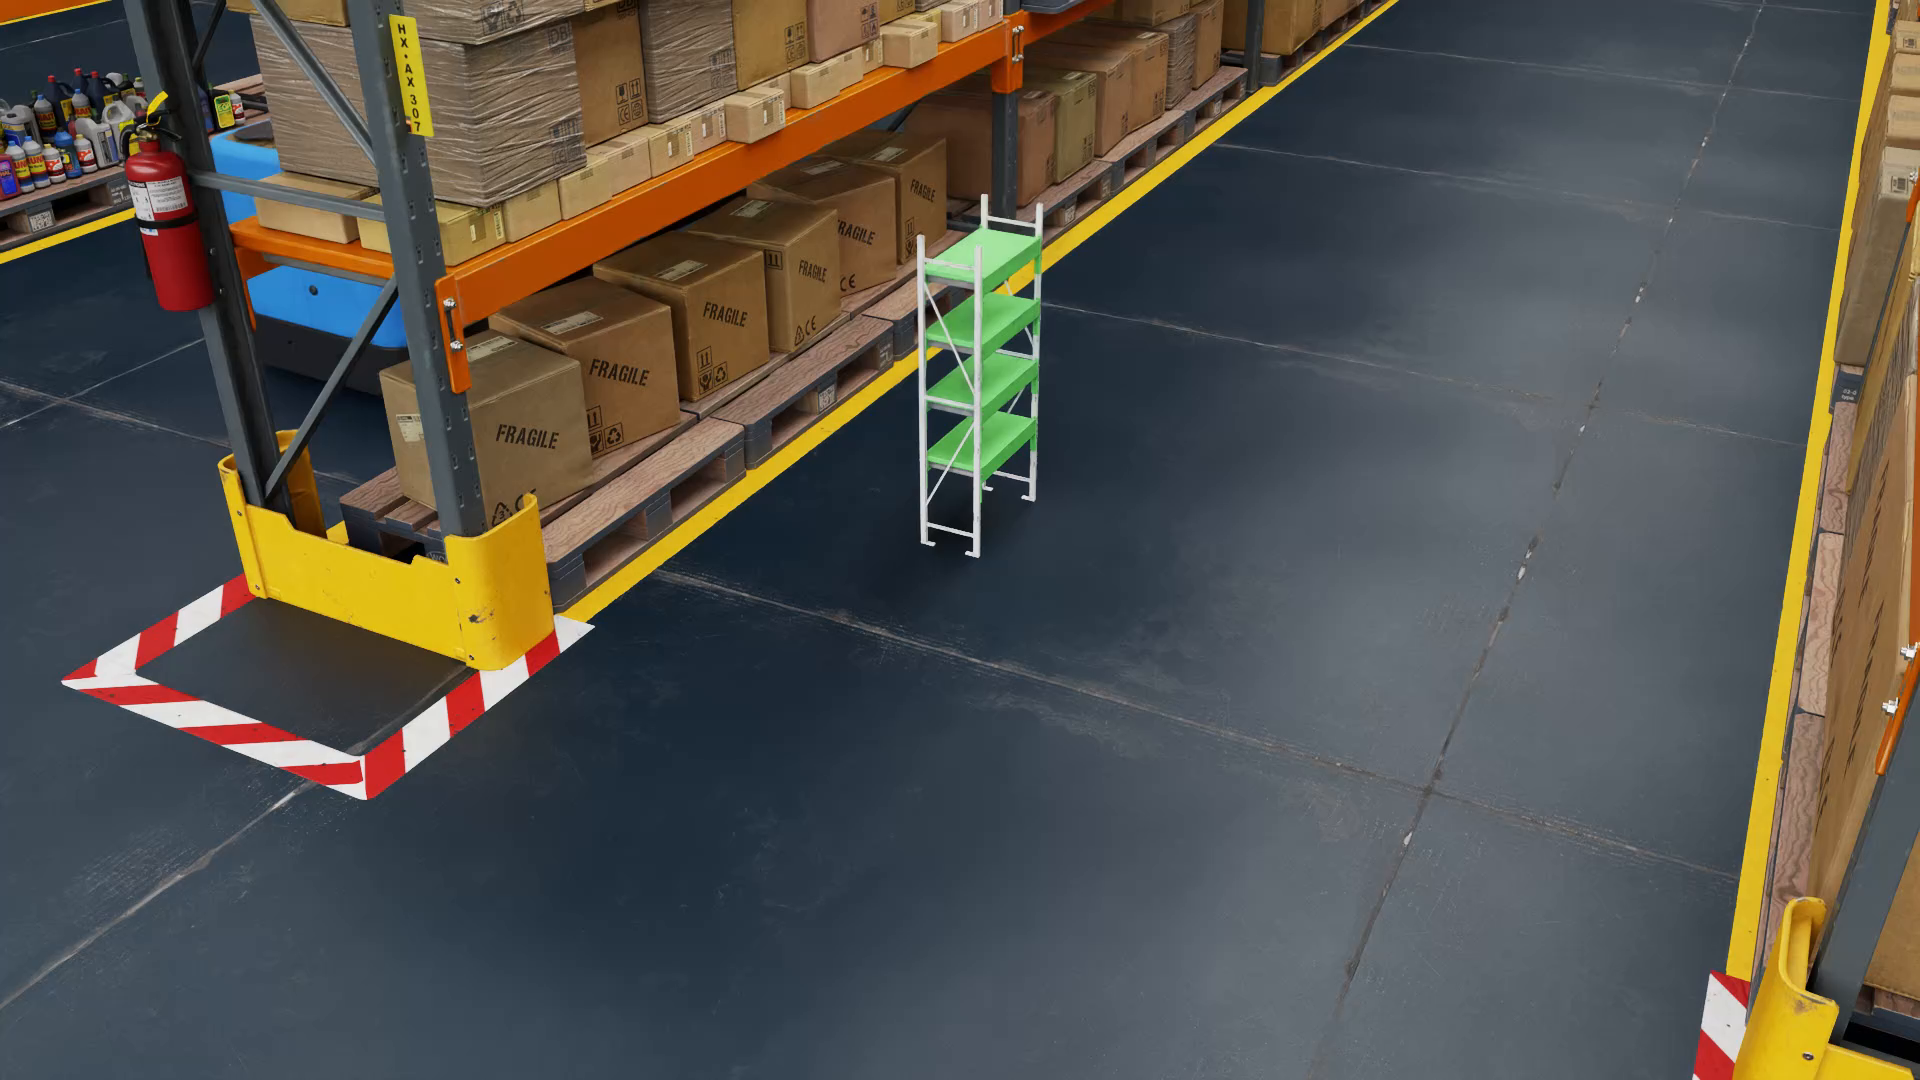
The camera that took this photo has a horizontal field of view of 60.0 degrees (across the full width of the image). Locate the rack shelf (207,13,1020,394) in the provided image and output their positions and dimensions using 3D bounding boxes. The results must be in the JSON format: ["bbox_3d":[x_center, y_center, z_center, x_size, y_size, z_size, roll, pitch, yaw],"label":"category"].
[{"bbox_3d":[-1.092,-1.606,6.756,1.077,0.370,4.000,14,33,23],"label":"rack shelf"}]

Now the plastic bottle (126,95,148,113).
[{"bbox_3d":[-4.858,-2.524,9.926,0.152,0.276,0.135,14,33,23],"label":"plastic bottle"}]

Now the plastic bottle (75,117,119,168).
[{"bbox_3d":[-4.939,-2.287,9.514,0.152,0.276,0.135,15,33,24],"label":"plastic bottle"}]

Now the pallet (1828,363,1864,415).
[{"bbox_3d":[4.472,-0.784,7.404,1.003,0.211,1.213,14,33,23],"label":"pallet"}]

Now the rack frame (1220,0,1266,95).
[{"bbox_3d":[1.641,-4.577,11.209,1.000,3.000,0.127,14,33,23],"label":"rack frame"}]

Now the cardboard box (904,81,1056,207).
[{"bbox_3d":[0.117,-2.178,9.100,0.700,0.500,0.500,12,32,20],"label":"cardboard box"}]

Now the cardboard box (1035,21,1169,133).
[{"bbox_3d":[0.860,-2.881,10.323,0.700,0.500,0.500,17,34,27],"label":"cardboard box"}]

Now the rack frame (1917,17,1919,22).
[{"bbox_3d":[6.010,-3.407,9.172,1.000,3.000,0.127,14,33,23],"label":"rack frame"}]

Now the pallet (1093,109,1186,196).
[{"bbox_3d":[0.727,-2.483,10.362,1.003,0.211,1.213,14,33,23],"label":"pallet"}]

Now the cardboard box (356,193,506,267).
[{"bbox_3d":[-1.662,-0.994,5.222,0.380,0.149,0.250,14,33,23],"label":"cardboard box"}]

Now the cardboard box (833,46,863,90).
[{"bbox_3d":[-0.631,-1.990,6.956,0.380,0.149,0.250,14,33,23],"label":"cardboard box"}]

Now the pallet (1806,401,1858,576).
[{"bbox_3d":[3.772,-0.106,6.222,1.003,0.211,1.213,14,33,23],"label":"pallet"}]

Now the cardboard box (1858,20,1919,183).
[{"bbox_3d":[5.653,-2.364,9.193,1.050,0.750,0.750,14,33,23],"label":"cardboard box"}]

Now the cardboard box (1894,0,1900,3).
[{"bbox_3d":[7.708,-4.378,13.302,0.380,0.149,0.250,15,33,24],"label":"cardboard box"}]

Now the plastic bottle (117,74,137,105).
[{"bbox_3d":[-5.154,-2.725,10.270,0.061,0.283,0.133,14,33,23],"label":"plastic bottle"}]

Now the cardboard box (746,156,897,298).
[{"bbox_3d":[-0.653,-1.478,7.901,0.500,0.500,0.500,-26,39,-37],"label":"cardboard box"}]

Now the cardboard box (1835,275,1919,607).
[{"bbox_3d":[3.432,-0.232,5.353,0.875,0.875,0.875,15,33,24],"label":"cardboard box"}]

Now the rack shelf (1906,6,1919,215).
[{"bbox_3d":[5.099,-2.209,7.807,1.077,0.370,4.000,14,33,23],"label":"rack shelf"}]

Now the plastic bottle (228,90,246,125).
[{"bbox_3d":[-4.478,-2.674,10.262,0.097,0.201,0.097,0,30,0],"label":"plastic bottle"}]

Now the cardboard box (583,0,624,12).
[{"bbox_3d":[-1.276,-2.039,5.385,0.500,0.500,0.500,14,33,23],"label":"cardboard box"}]

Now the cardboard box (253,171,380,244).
[{"bbox_3d":[-2.057,-1.095,5.397,0.380,0.149,0.250,14,33,23],"label":"cardboard box"}]

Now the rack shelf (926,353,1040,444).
[{"bbox_3d":[0.075,-0.538,6.111,0.258,0.148,0.480,14,33,23],"label":"rack shelf"}]

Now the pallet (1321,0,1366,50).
[{"bbox_3d":[2.624,-4.239,13.421,1.003,0.211,1.213,14,33,23],"label":"pallet"}]

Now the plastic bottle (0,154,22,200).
[{"bbox_3d":[-5.190,-1.997,9.001,0.061,0.283,0.133,15,33,24],"label":"plastic bottle"}]

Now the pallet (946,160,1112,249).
[{"bbox_3d":[0.172,-1.940,9.417,1.003,0.211,1.213,14,33,23],"label":"pallet"}]

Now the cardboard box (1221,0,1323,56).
[{"bbox_3d":[1.974,-4.139,12.158,1.225,0.875,0.875,13,32,21],"label":"cardboard box"}]

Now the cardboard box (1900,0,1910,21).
[{"bbox_3d":[6.544,-3.324,11.115,0.500,0.500,0.500,13,32,21],"label":"cardboard box"}]

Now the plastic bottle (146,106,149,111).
[{"bbox_3d":[-4.715,-2.534,9.869,0.144,0.351,0.185,13,32,21],"label":"plastic bottle"}]

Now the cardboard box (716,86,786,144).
[{"bbox_3d":[-0.892,-1.637,6.341,0.380,0.149,0.250,14,33,23],"label":"cardboard box"}]

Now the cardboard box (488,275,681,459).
[{"bbox_3d":[-1.462,-0.675,6.502,0.500,0.500,0.500,24,38,36],"label":"cardboard box"}]

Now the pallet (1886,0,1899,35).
[{"bbox_3d":[8.107,-4.277,13.486,1.003,0.211,1.213,14,33,23],"label":"pallet"}]

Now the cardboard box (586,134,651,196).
[{"bbox_3d":[-1.308,-1.324,5.795,0.380,0.149,0.250,14,33,23],"label":"cardboard box"}]

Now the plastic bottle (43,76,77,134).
[{"bbox_3d":[-5.414,-2.623,10.023,0.144,0.351,0.185,13,32,21],"label":"plastic bottle"}]

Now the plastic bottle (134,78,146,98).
[{"bbox_3d":[-5.172,-2.818,10.514,0.097,0.201,0.097,0,30,0],"label":"plastic bottle"}]

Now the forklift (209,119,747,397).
[{"bbox_3d":[-2.079,-2.573,7.788,1.130,2.935,3.031,16,33,25],"label":"forklift"}]

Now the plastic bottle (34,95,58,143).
[{"bbox_3d":[-5.447,-2.514,9.914,0.097,0.271,0.097,0,30,0],"label":"plastic bottle"}]

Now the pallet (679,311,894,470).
[{"bbox_3d":[-1.010,-0.746,7.338,1.003,0.211,1.213,14,33,23],"label":"pallet"}]

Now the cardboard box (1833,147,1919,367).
[{"bbox_3d":[4.391,-1.136,7.054,1.050,0.750,0.750,14,33,23],"label":"cardboard box"}]

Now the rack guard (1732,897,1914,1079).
[{"bbox_3d":[2.355,1.234,3.600,1.175,0.500,0.348,14,33,23],"label":"rack guard"}]

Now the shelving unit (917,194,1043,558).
[{"bbox_3d":[0.075,-0.594,6.079,0.258,1.200,0.503,14,33,23],"label":"shelving unit"}]

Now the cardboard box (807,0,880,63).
[{"bbox_3d":[-0.839,-2.333,6.901,0.875,0.500,0.500,14,33,23],"label":"cardboard box"}]

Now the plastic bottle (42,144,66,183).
[{"bbox_3d":[-5.063,-2.105,9.272,0.097,0.201,0.097,0,30,0],"label":"plastic bottle"}]

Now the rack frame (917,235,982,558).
[{"bbox_3d":[-0.036,-0.486,5.891,0.240,1.200,0.015,14,33,23],"label":"rack frame"}]

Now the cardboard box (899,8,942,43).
[{"bbox_3d":[-0.307,-2.327,7.543,0.380,0.149,0.250,14,33,23],"label":"cardboard box"}]

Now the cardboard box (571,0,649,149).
[{"bbox_3d":[-1.608,-1.690,5.781,0.875,0.500,0.500,14,33,23],"label":"cardboard box"}]
